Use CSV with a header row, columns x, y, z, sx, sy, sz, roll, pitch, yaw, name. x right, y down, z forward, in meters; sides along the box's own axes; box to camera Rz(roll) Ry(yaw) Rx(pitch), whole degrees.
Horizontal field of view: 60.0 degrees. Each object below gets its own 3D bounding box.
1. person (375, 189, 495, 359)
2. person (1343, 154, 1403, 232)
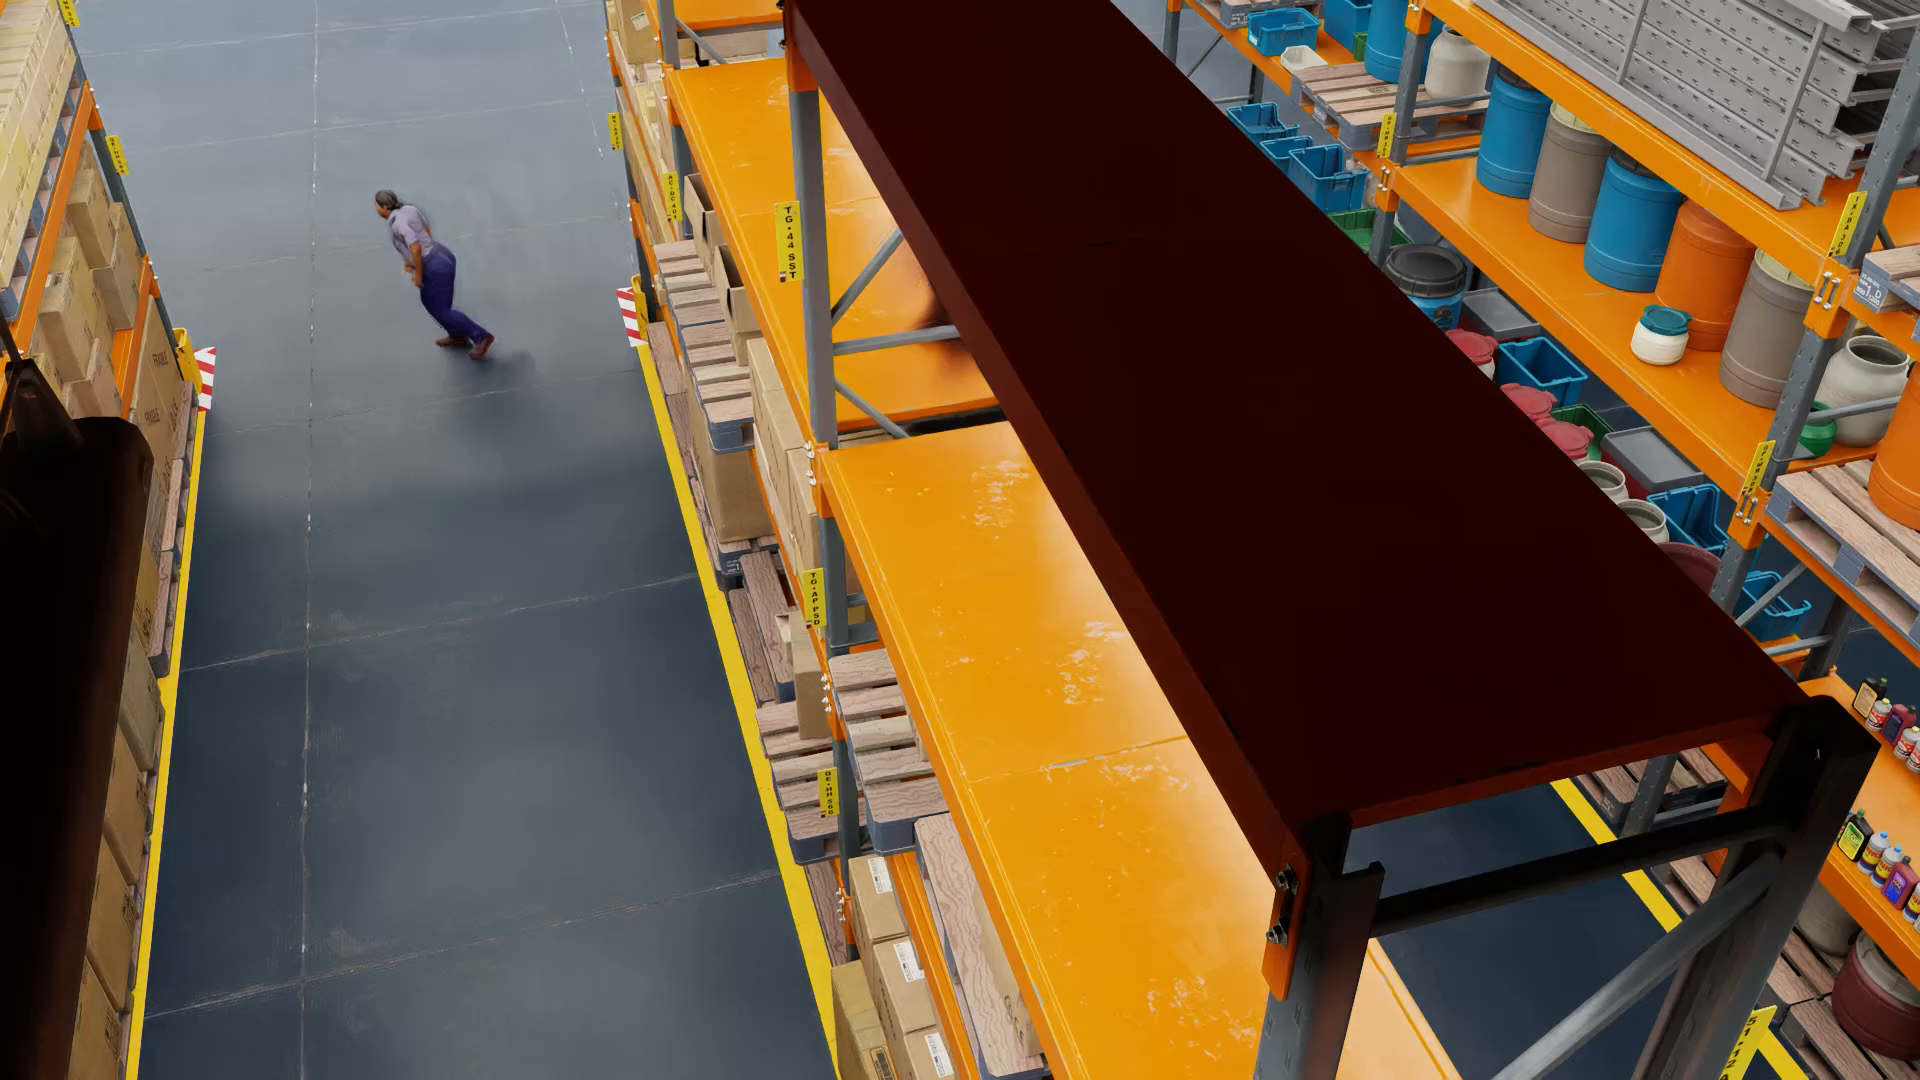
x,y,z,sx,sy,sz,roll,pitch,yaw,name
-4.600,-2.356,14.605,0.830,1.506,0.644,-4,39,-5,person
3.979,-3.585,15.947,0.654,1.750,0.838,-29,47,-31,person
